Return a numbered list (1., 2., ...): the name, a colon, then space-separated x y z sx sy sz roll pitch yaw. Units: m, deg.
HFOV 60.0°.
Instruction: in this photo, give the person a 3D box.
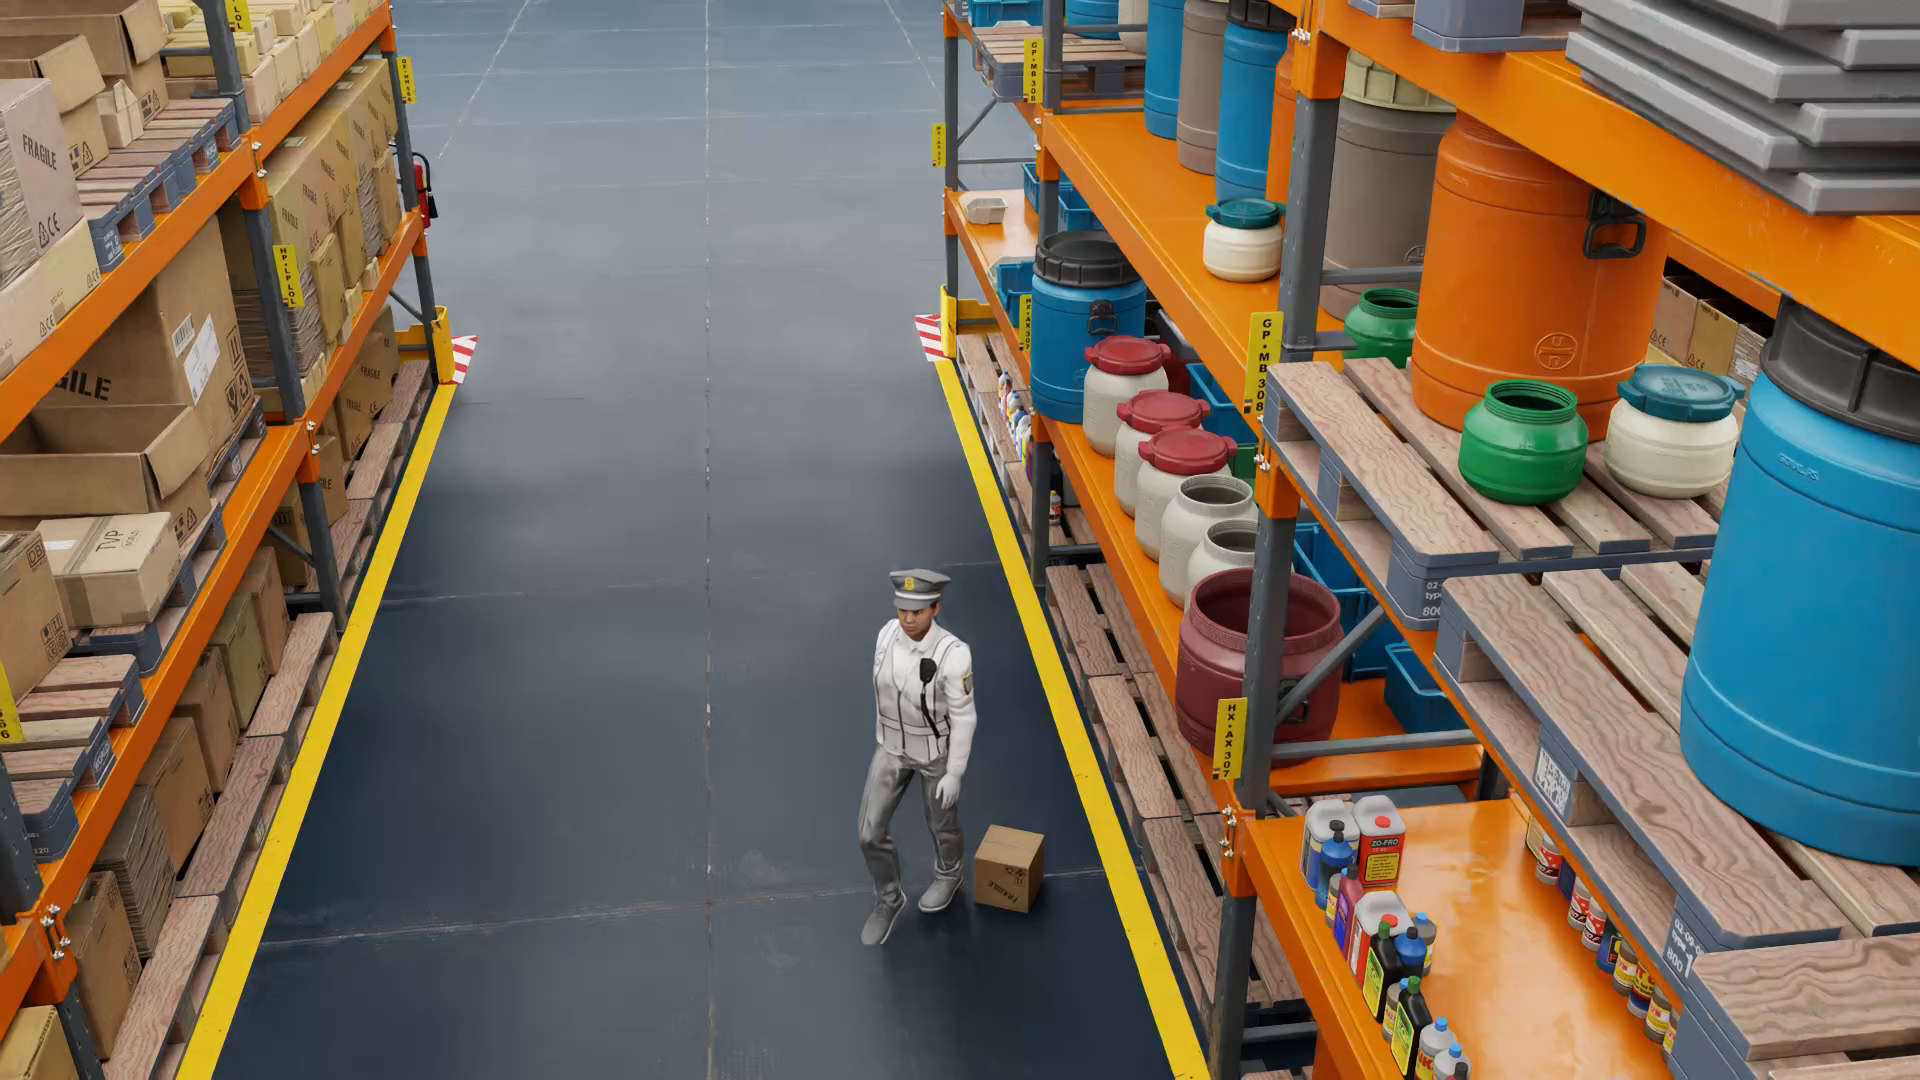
1. person: -0.166 0.904 6.853 0.504 1.746 0.536 13 30 24
